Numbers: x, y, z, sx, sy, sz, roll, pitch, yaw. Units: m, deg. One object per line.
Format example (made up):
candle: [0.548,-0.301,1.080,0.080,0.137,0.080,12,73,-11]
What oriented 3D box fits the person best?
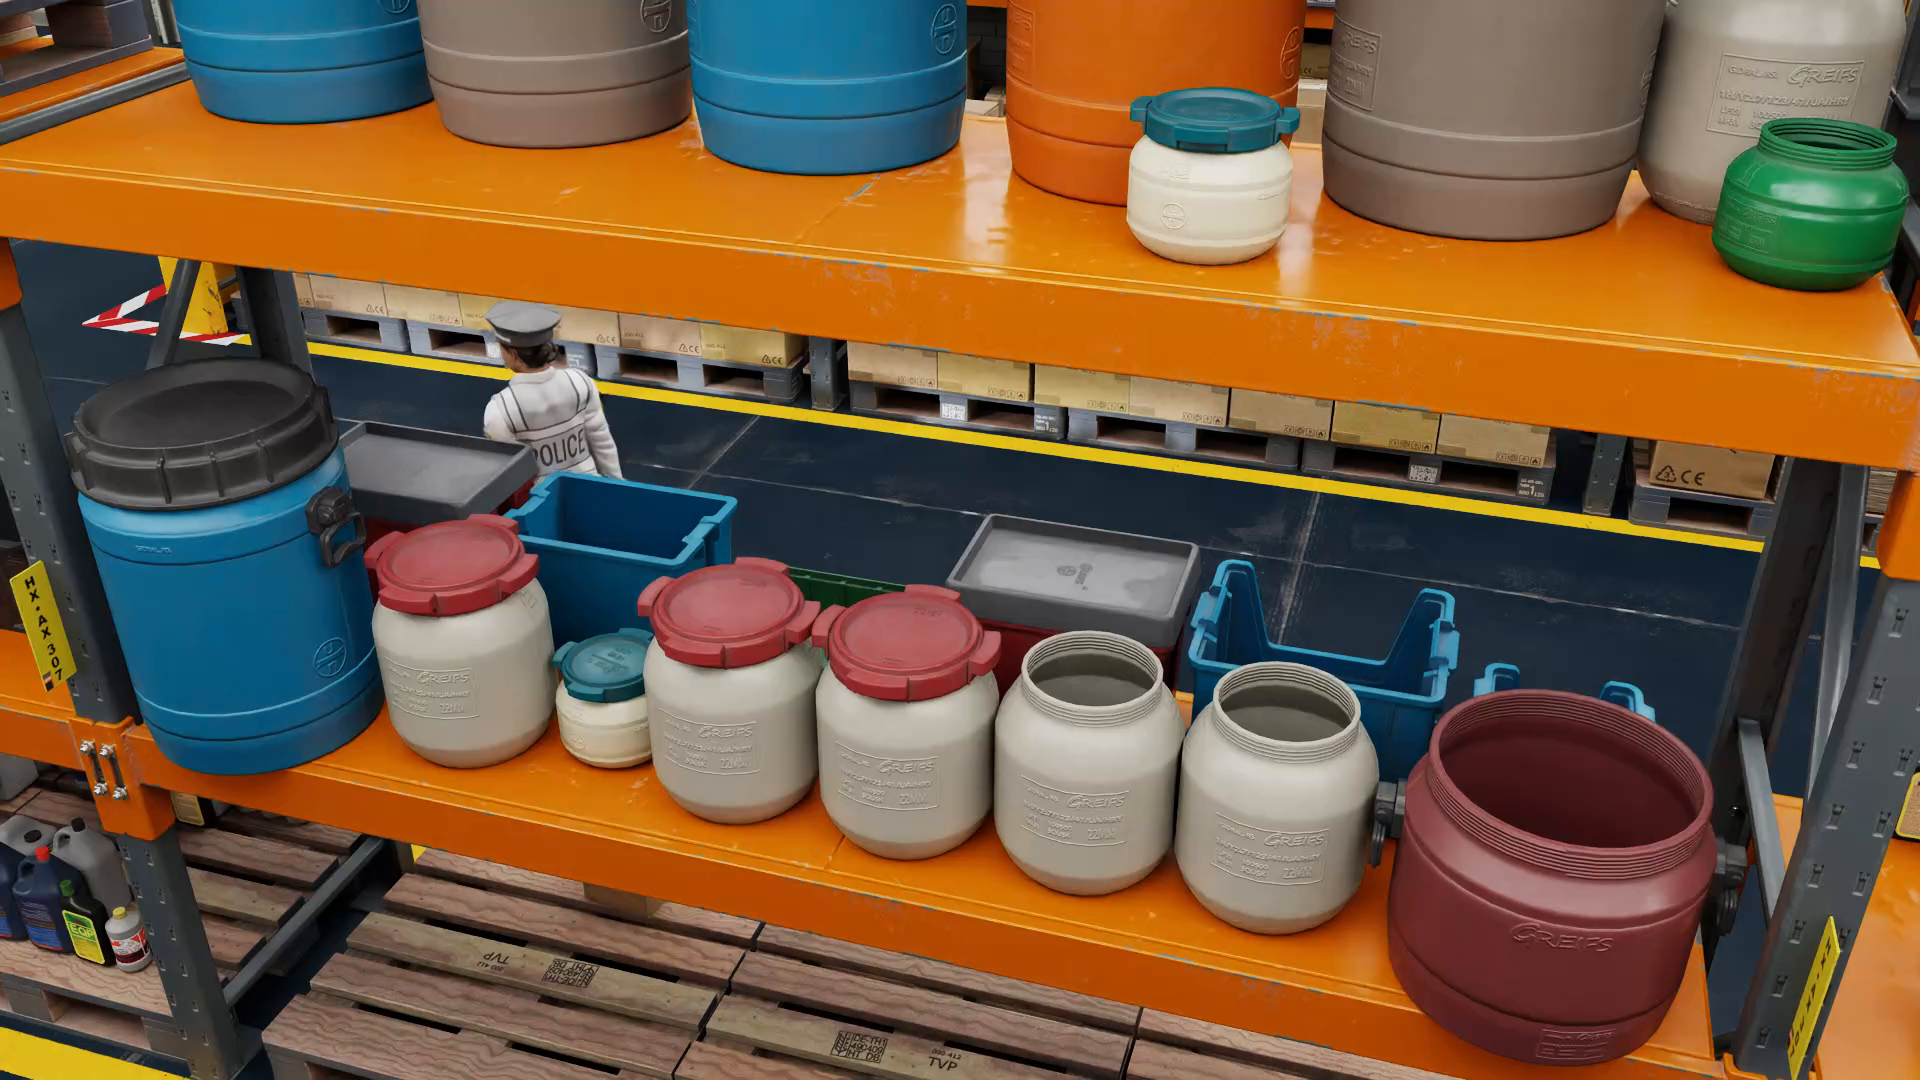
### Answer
person: [-1.534,-0.080,6.277,0.527,1.717,0.487,-25,38,-37]
